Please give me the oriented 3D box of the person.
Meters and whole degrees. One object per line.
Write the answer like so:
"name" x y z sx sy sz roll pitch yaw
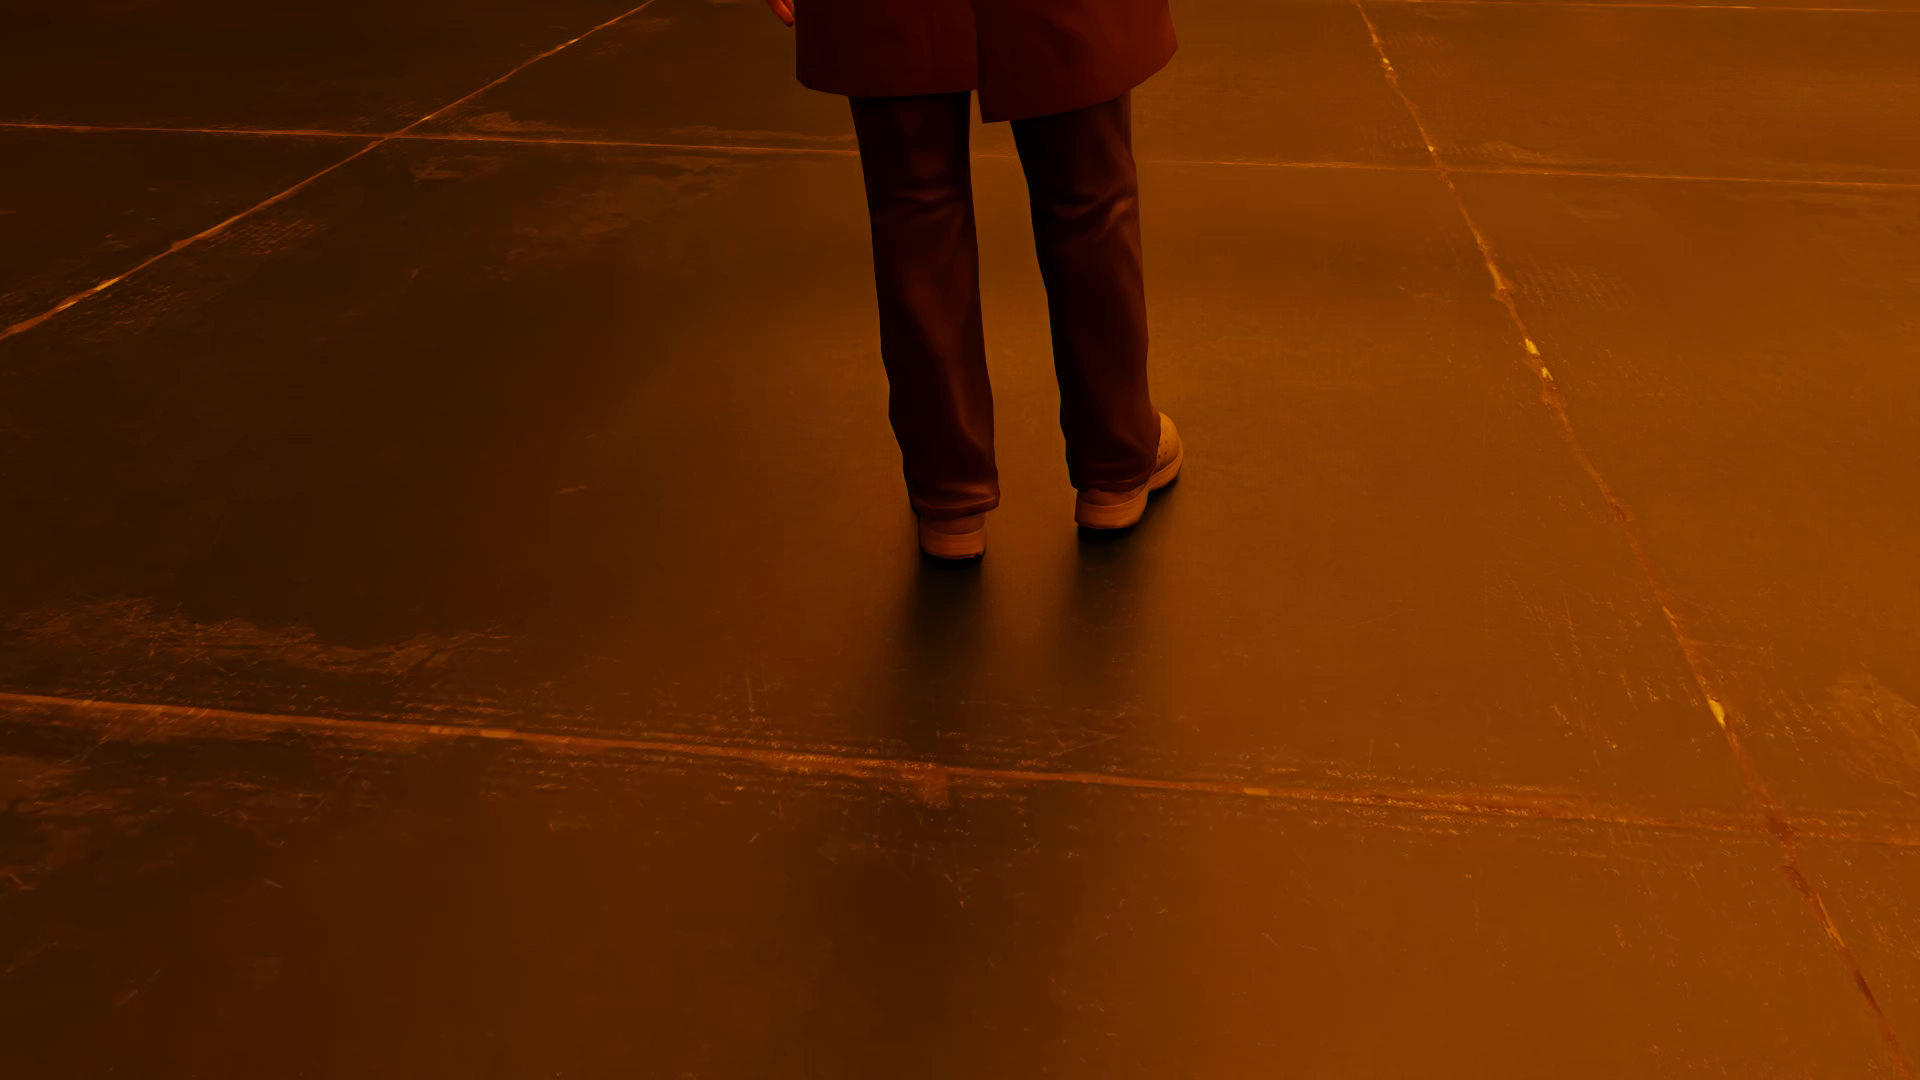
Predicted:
"person" 0.016 -0.843 2.181 0.698 1.778 0.579 3 27 7
